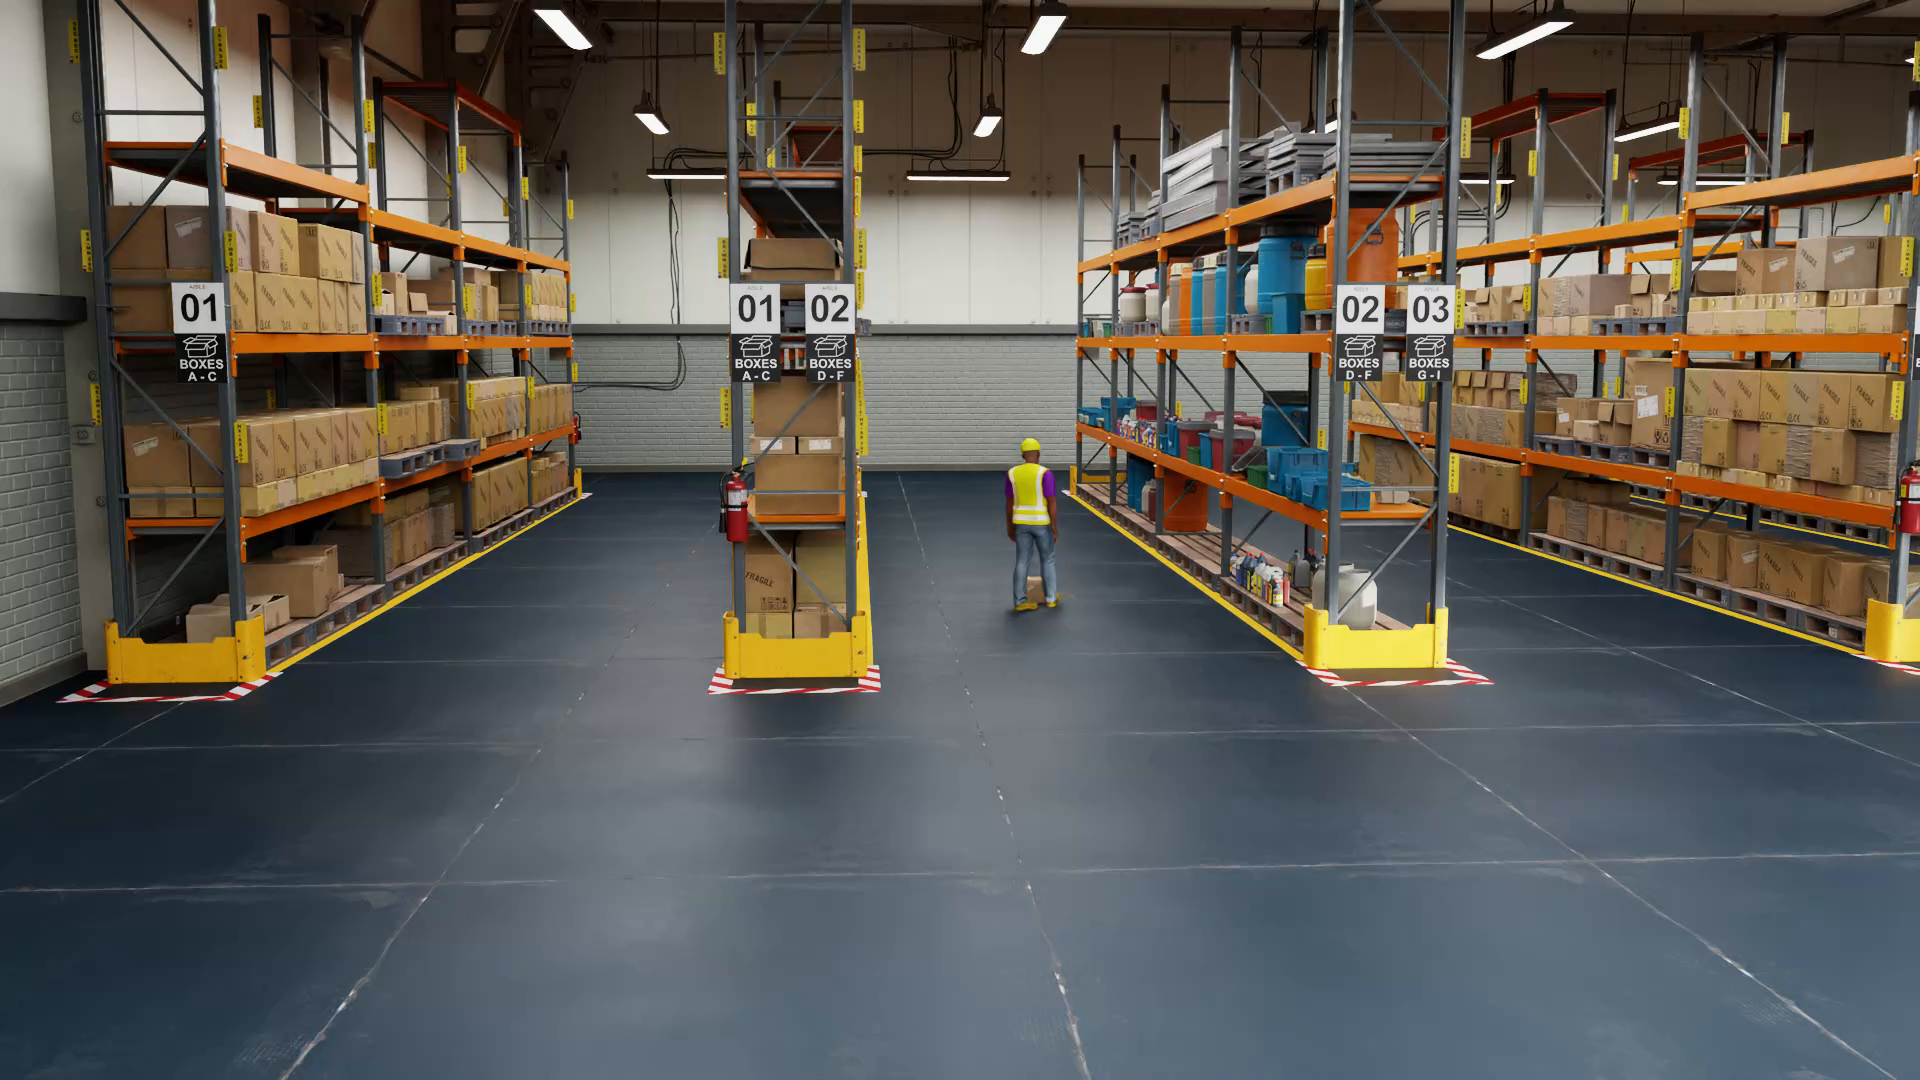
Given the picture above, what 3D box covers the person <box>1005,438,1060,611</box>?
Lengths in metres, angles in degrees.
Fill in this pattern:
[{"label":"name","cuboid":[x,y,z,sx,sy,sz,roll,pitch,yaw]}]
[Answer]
[{"label":"person","cuboid":[0.781,-0.172,17.041,0.587,1.759,0.732,3,8,25]}]
